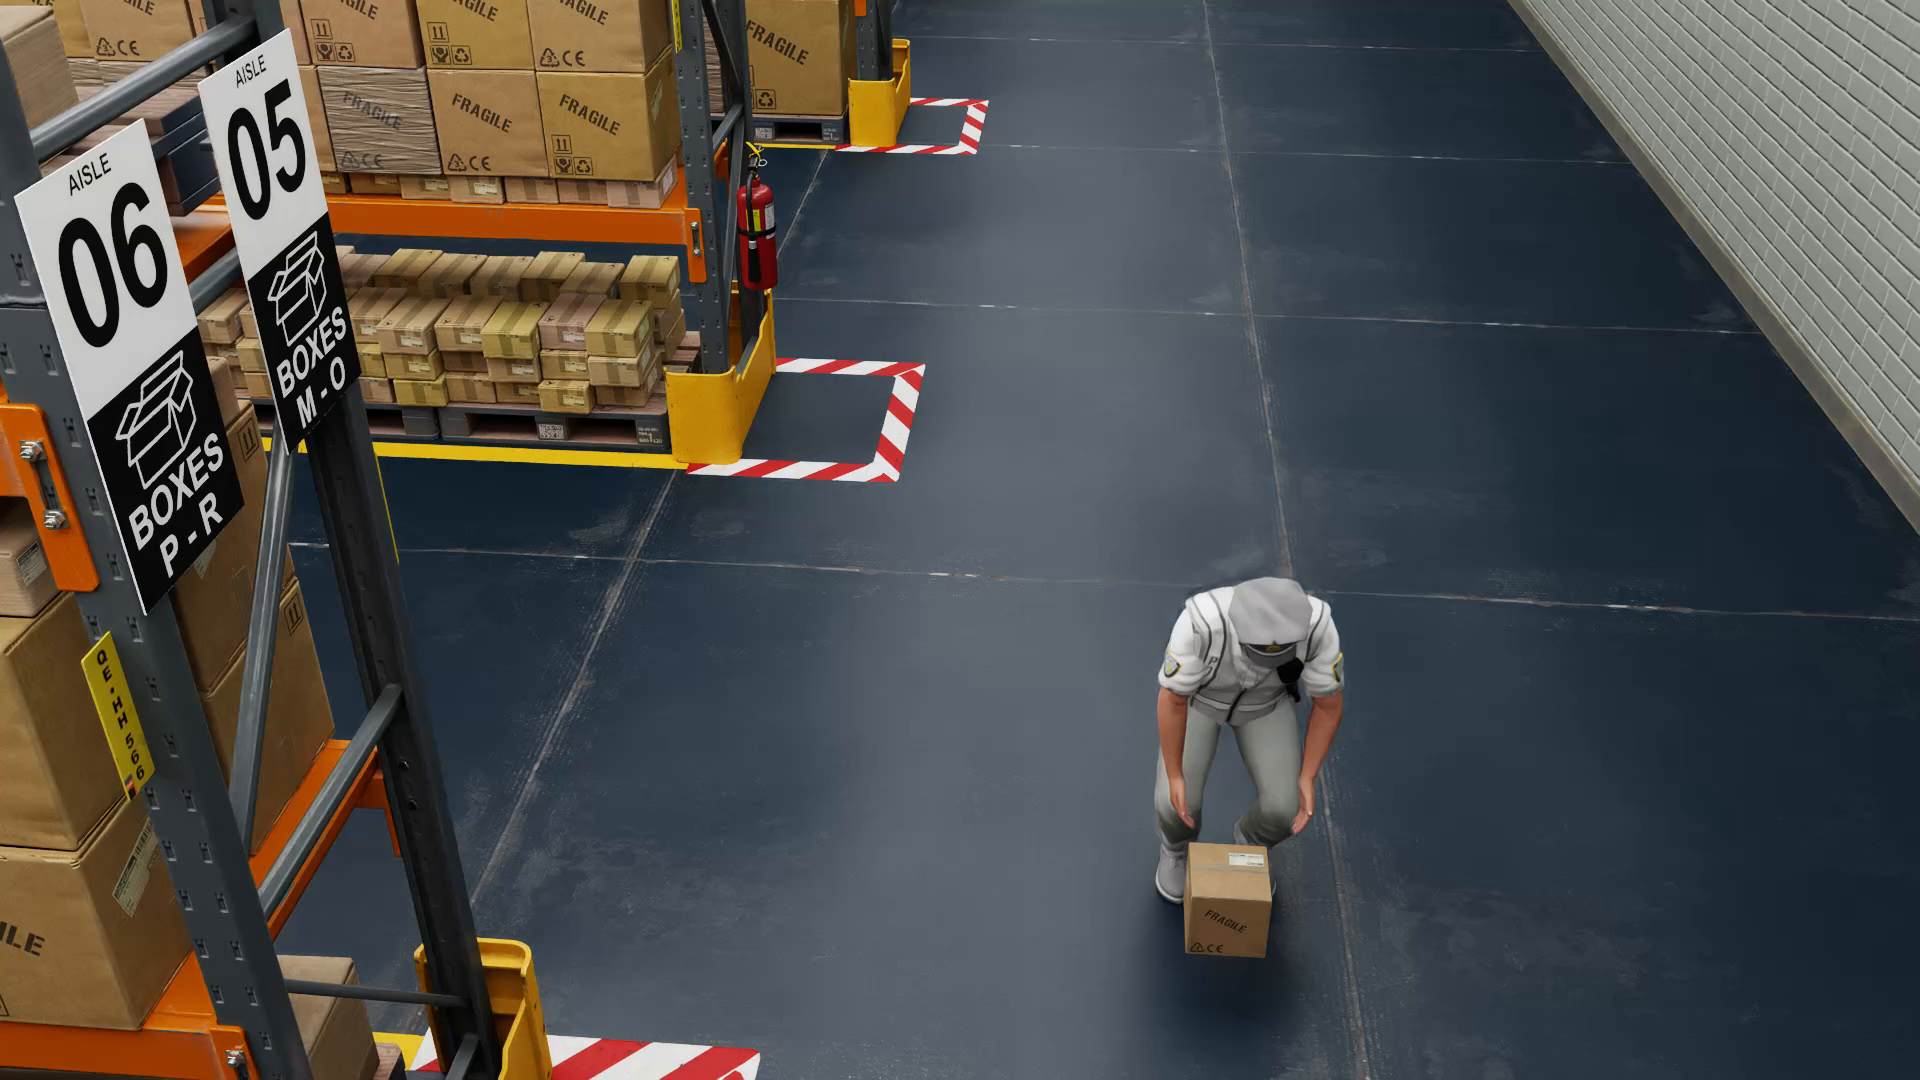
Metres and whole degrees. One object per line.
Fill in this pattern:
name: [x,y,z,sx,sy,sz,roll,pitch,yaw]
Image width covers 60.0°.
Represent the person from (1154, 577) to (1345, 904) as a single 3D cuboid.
person: [0.933,0.611,5.473,0.591,1.412,0.808,3,32,4]
